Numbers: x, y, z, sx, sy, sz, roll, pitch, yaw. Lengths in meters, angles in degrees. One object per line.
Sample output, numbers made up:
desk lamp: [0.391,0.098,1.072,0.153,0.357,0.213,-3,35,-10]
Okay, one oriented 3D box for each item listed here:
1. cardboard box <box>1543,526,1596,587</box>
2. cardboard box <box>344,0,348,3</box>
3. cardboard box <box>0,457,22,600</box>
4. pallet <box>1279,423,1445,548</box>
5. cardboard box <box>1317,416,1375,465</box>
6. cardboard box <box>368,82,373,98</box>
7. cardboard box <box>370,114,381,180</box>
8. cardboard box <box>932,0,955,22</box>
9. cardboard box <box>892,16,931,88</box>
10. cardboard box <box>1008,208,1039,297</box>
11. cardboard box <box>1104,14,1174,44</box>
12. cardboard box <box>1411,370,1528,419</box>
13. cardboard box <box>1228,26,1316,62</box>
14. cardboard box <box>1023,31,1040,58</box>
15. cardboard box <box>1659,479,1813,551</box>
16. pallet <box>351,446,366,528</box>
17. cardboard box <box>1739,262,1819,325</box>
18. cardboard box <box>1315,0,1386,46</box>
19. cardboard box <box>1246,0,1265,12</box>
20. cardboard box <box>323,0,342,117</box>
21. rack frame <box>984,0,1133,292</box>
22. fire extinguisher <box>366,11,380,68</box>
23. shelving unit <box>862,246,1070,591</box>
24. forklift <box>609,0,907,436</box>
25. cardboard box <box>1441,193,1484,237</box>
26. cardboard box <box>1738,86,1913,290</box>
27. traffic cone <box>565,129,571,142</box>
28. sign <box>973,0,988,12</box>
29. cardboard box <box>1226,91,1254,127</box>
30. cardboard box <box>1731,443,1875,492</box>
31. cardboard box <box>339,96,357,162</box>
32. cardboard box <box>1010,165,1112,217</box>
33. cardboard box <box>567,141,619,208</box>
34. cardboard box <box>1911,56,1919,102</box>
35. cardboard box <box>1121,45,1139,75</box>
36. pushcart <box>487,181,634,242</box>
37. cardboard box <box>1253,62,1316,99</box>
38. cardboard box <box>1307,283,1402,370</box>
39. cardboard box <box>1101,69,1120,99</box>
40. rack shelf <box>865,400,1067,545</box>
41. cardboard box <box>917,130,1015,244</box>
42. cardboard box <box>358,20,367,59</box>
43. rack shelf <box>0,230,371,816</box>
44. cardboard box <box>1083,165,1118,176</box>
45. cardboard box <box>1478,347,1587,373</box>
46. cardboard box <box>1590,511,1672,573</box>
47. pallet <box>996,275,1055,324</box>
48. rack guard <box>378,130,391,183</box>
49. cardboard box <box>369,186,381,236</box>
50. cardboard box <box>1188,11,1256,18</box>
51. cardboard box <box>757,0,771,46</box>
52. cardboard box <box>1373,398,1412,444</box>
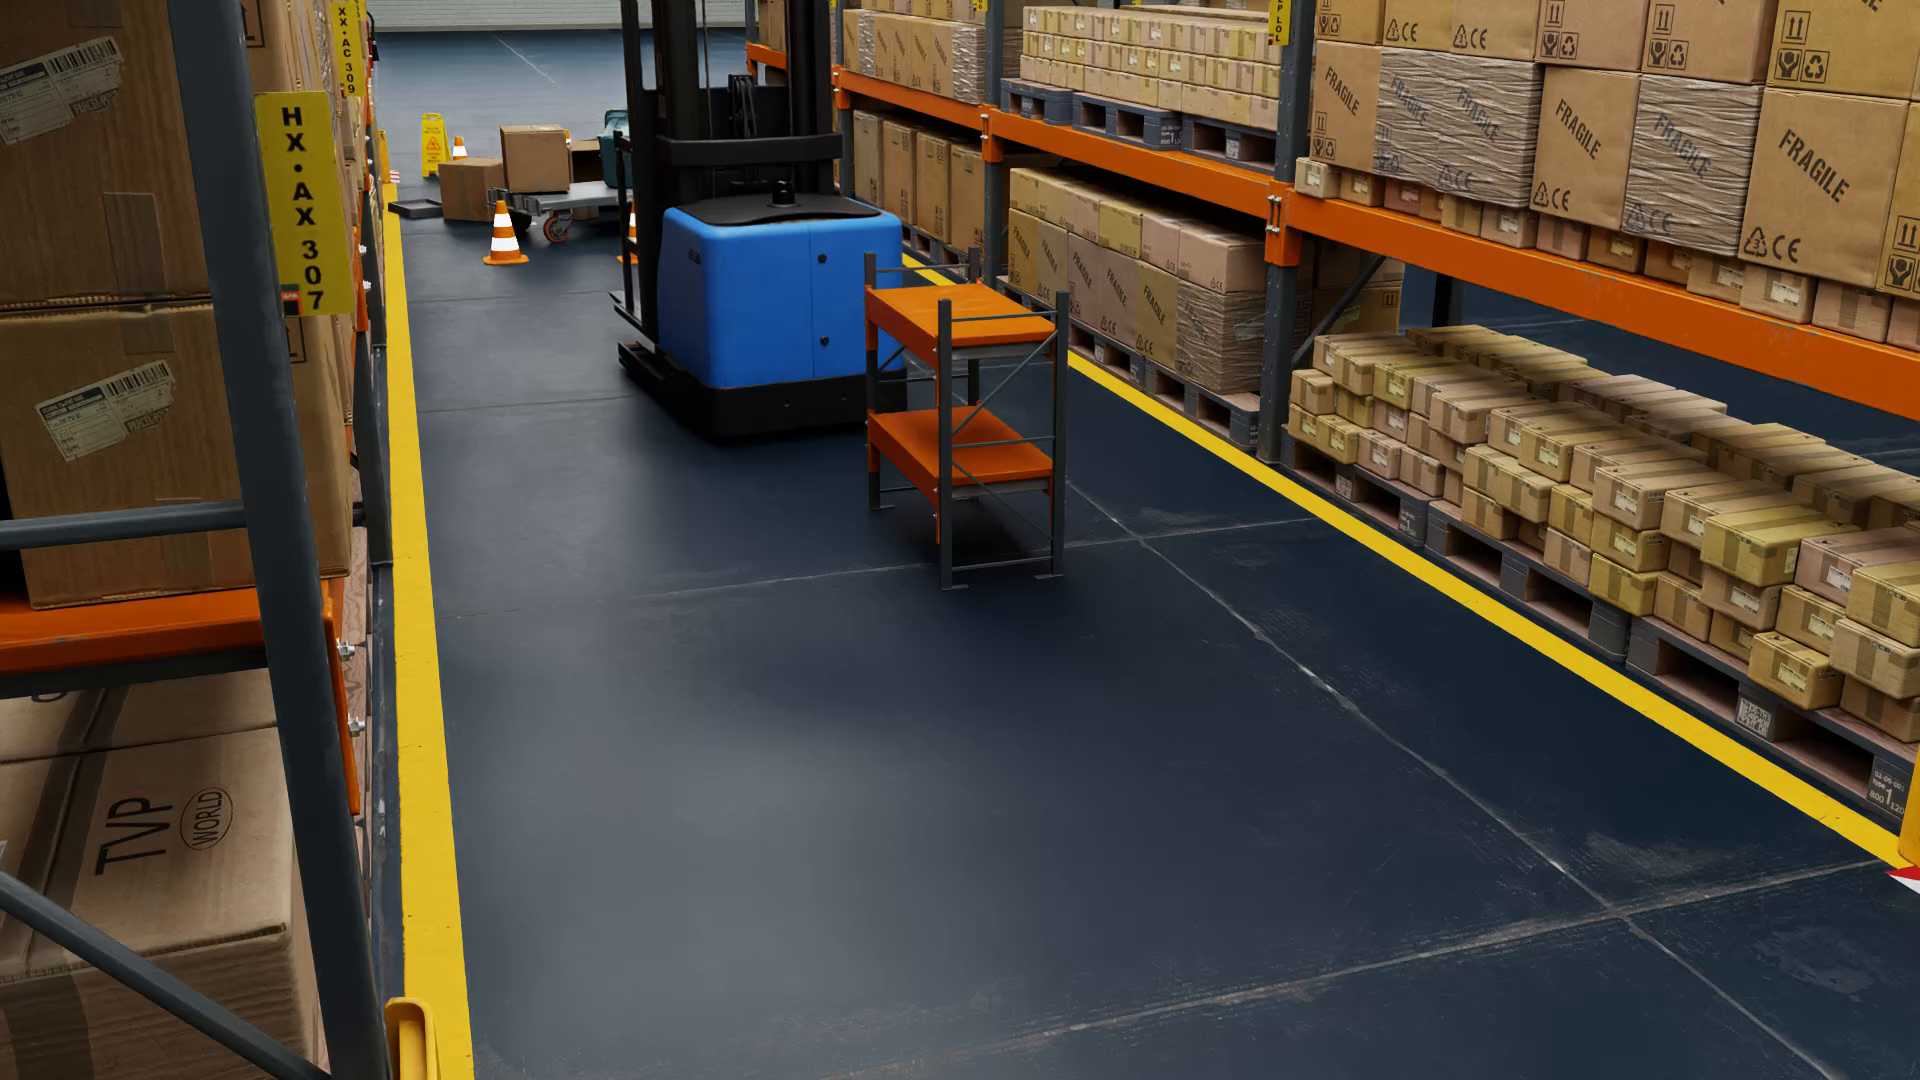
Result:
cardboard box: [2.335,0.039,5.966,0.380,0.149,0.250,-6,21,-16]
cardboard box: [-3.429,-2.774,8.575,0.500,0.500,0.500,-6,21,-16]
cardboard box: [-1.897,-0.165,2.790,0.500,0.500,0.500,-6,21,-17]
pallet: [2.161,-0.309,7.464,1.003,0.211,1.213,-6,21,-17]
cardboard box: [1.809,-0.453,7.335,0.380,0.149,0.250,-6,21,-16]
cardboard box: [-5.688,-4.181,15.498,0.380,0.149,0.250,-5,20,-15]
cardboard box: [-5.195,-3.316,14.049,0.500,0.500,0.500,-5,20,-15]
cardboard box: [0.203,-4.106,12.283,0.700,0.500,0.500,-7,21,-18]
cardboard box: [-0.215,-3.764,12.812,0.500,0.500,0.500,-6,21,-16]
cardboard box: [0.639,-1.884,10.800,0.500,0.500,0.500,-7,21,-20]
cardboard box: [1.035,-2.886,9.383,0.380,0.149,0.250,-6,21,-16]
cardboard box: [2.088,-0.584,6.822,0.380,0.149,0.250,-7,21,-19]
cardboard box: [1.519,-2.387,7.994,0.380,0.149,0.250,-7,21,-19]
cardboard box: [0.620,-3.160,10.586,0.380,0.149,0.250,-5,20,-15]
cardboard box: [2.518,-0.074,5.402,0.380,0.149,0.250,-7,21,-19]
pallet: [-3.066,-0.202,7.166,1.003,0.211,1.213,-6,21,-17]
cardboard box: [2.564,-0.748,4.933,0.380,0.149,0.250,-6,21,-16]
cardboard box: [1.826,-2.320,6.871,0.500,0.500,0.500,-6,21,-16]
cardboard box: [3.565,-5.712,17.793,0.875,0.500,0.500,-6,21,-17]
cardboard box: [-2.341,-1.670,5.502,0.500,0.500,0.500,-7,21,-18]
rack frame: [0.659,-3.117,11.156,1.000,3.000,0.127,-6,21,-17]
fire extinguisher: [-6.122,-5.175,17.001,0.296,0.674,0.183,-6,21,-17]
shelving unit: [0.002,-0.527,6.720,0.538,1.125,1.048,-6,21,-17]
forklift: [-1.330,-2.346,9.112,1.130,2.935,3.031,-9,21,-22]
cardboard box: [2.077,-1.258,6.354,0.380,0.149,0.250,-6,21,-16]
cardboard box: [2.631,-1.019,4.729,0.500,0.500,0.500,-7,21,-18]
traffic cone: [-4.217,-4.158,17.807,0.336,0.463,0.334,-6,21,-17]
sign: [0.133,-3.602,10.793,0.100,0.325,0.005,-6,21,-17]
cardboard box: [1.521,-2.102,8.082,0.380,0.149,0.250,-6,21,-17]
cardboard box: [2.938,-0.220,5.809,0.380,0.149,0.250,-6,20,-15]
cardboard box: [-2.622,-1.610,6.445,0.500,0.250,0.500,-7,21,-19]
cardboard box: [0.646,-2.244,10.693,0.500,0.250,0.500,-7,21,-20]
cardboard box: [-3.266,-3.421,15.495,0.797,0.637,0.503,-6,21,-17]
cardboard box: [2.793,-1.327,4.108,0.500,0.500,0.500,-7,21,-18]
cardboard box: [1.115,-2.660,9.196,0.380,0.149,0.250,-6,21,-15]
pushcart: [-3.117,-2.866,14.338,1.648,0.377,0.936,-15,25,-36]
cardboard box: [1.603,-2.159,7.801,0.380,0.149,0.250,-6,21,-16]
cardboard box: [1.935,-1.120,8.673,0.500,0.500,0.500,-6,20,-15]
cardboard box: [1.026,-2.606,9.484,0.380,0.149,0.250,-6,21,-16]
rack shelf: [0.002,-0.297,6.803,0.538,0.278,1.000,-6,21,-17]
cardboard box: [0.275,-2.741,12.816,1.050,0.750,0.750,-6,21,-16]
cardboard box: [-5.140,-4.200,13.584,0.500,0.500,0.500,-6,21,-17]
rack shelf: [-2.123,-0.294,4.363,1.077,0.370,4.000,-6,21,-17]
cardboard box: [1.122,-2.299,10.847,0.500,0.250,0.500,-7,21,-18]
cardboard box: [2.478,-0.726,7.215,0.380,0.149,0.250,-7,21,-18]
cardboard box: [2.396,-0.016,5.679,0.380,0.149,0.250,-6,21,-16]
pallet: [0.903,-1.553,10.929,1.003,0.211,1.213,-6,21,-17]
rack guard: [-6.499,-3.925,17.104,1.175,0.500,0.348,-6,21,-17]
cardboard box: [-4.870,-2.404,12.439,0.950,0.372,0.625,-5,20,-14]
cardboard box: [1.565,-3.039,9.811,0.380,0.149,0.250,-6,21,-17]
cardboard box: [-1.696,-5.640,17.960,0.875,0.550,0.550,-6,21,-17]
cardboard box: [2.002,-0.533,7.118,0.380,0.149,0.250,-7,21,-18]
